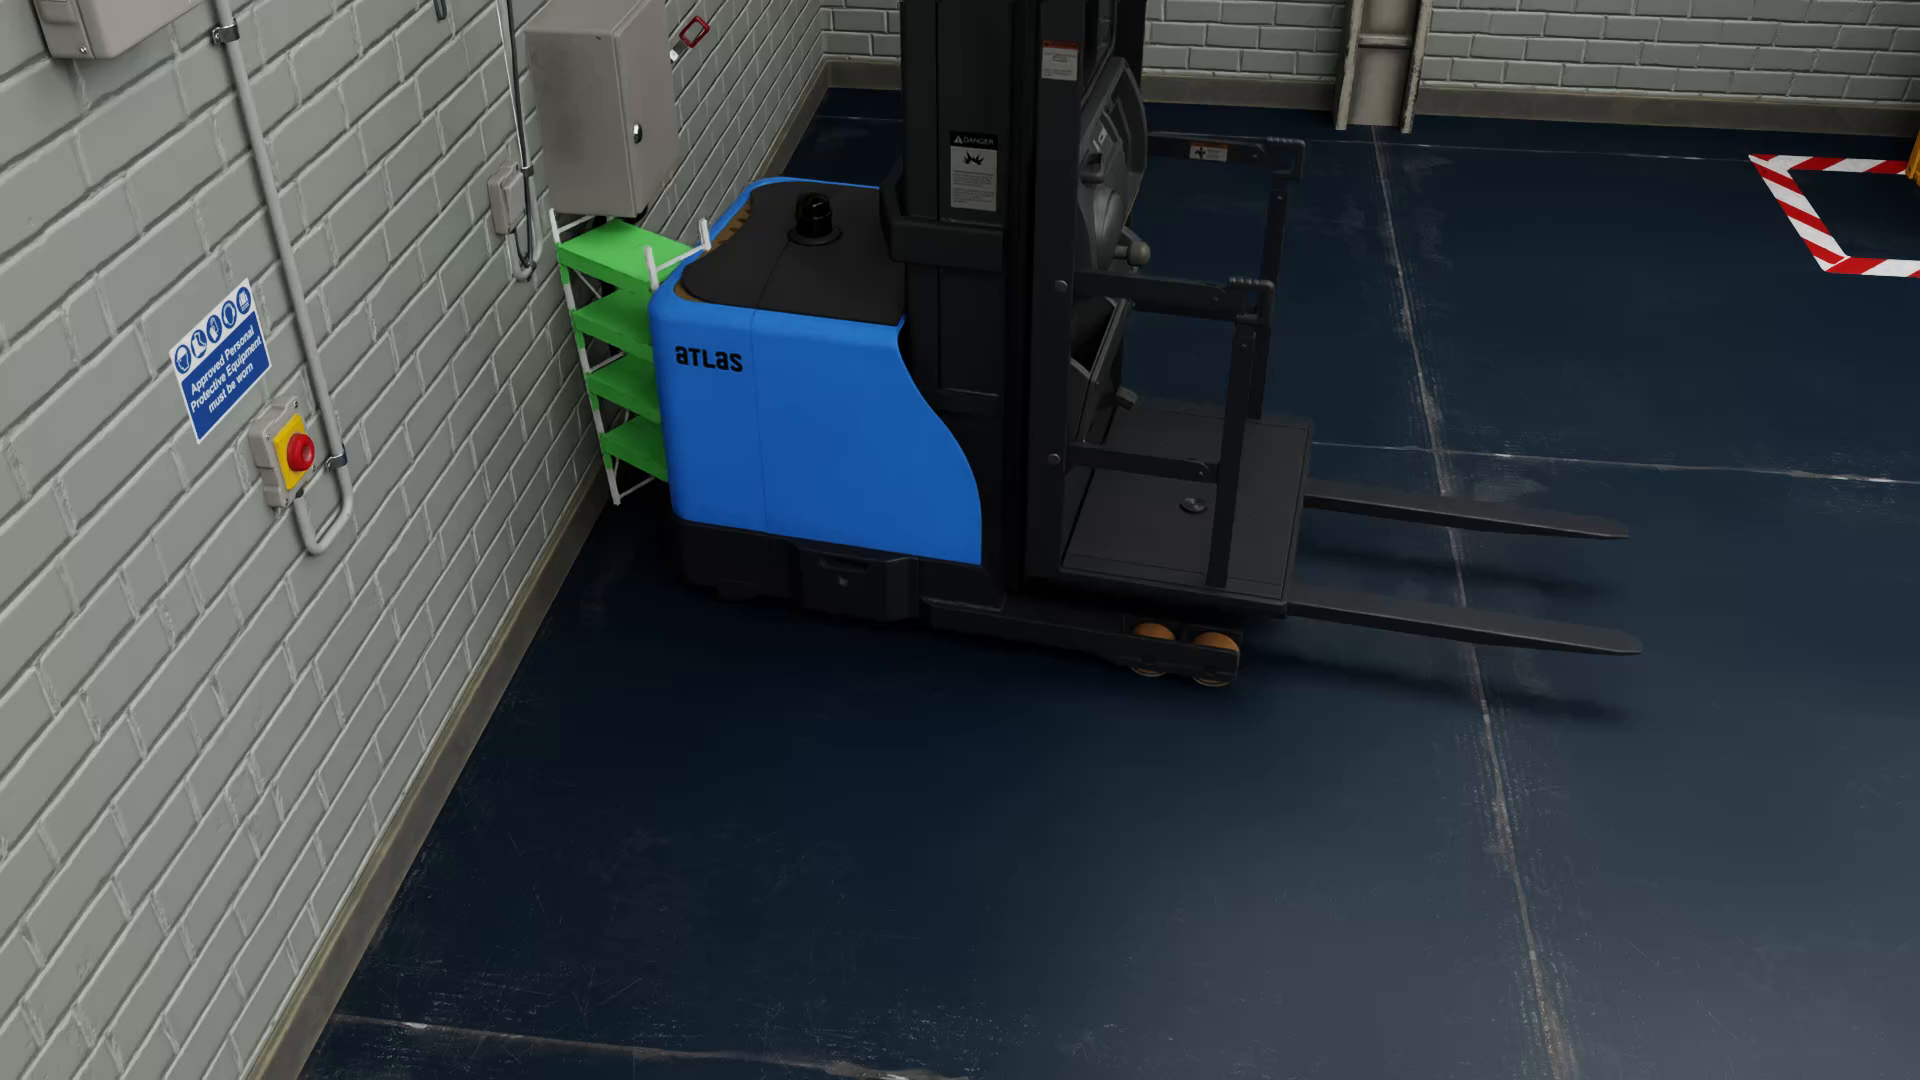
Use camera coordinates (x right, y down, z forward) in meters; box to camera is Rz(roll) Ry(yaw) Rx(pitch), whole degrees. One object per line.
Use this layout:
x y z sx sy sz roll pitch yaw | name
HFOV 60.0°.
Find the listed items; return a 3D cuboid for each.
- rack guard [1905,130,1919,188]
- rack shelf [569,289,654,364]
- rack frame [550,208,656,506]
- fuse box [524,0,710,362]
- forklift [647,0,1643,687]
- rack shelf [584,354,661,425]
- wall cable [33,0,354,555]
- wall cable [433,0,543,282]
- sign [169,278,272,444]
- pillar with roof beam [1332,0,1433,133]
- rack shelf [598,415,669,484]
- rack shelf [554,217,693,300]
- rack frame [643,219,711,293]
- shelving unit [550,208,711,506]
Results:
4.833 -1.723 7.733 0.348 0.500 1.175 4 36 6 | rack guard
-1.018 -0.673 5.437 0.480 0.148 0.258 25 45 35 | rack shelf
-1.187 -0.616 5.679 0.015 1.200 0.240 25 45 35 | rack frame
-1.055 -0.964 5.628 0.414 1.711 0.539 4 36 6 | fuse box
0.629 -1.084 4.746 3.031 2.935 1.130 8 36 12 | forklift
-1.001 -0.479 5.577 0.480 0.148 0.258 25 45 35 | rack shelf
-1.467 -0.715 3.269 0.123 1.953 0.585 4 36 6 | wall cable
-1.298 -1.521 4.424 0.122 1.984 0.588 4 36 6 | wall cable
-1.534 -0.376 3.462 0.001 0.218 0.327 4 36 6 | sign
1.649 -3.426 2.804 0.400 9.000 9.100 4 36 6 | pillar with roof beam
-0.984 -0.285 5.717 0.480 0.148 0.258 25 45 35 | rack shelf
-1.035 -0.867 5.296 0.480 0.148 0.258 25 45 35 | rack shelf
-0.824 -0.446 5.400 0.015 1.200 0.240 25 45 35 | rack frame
-1.005 -0.531 5.540 0.503 1.200 0.258 25 45 35 | shelving unit
